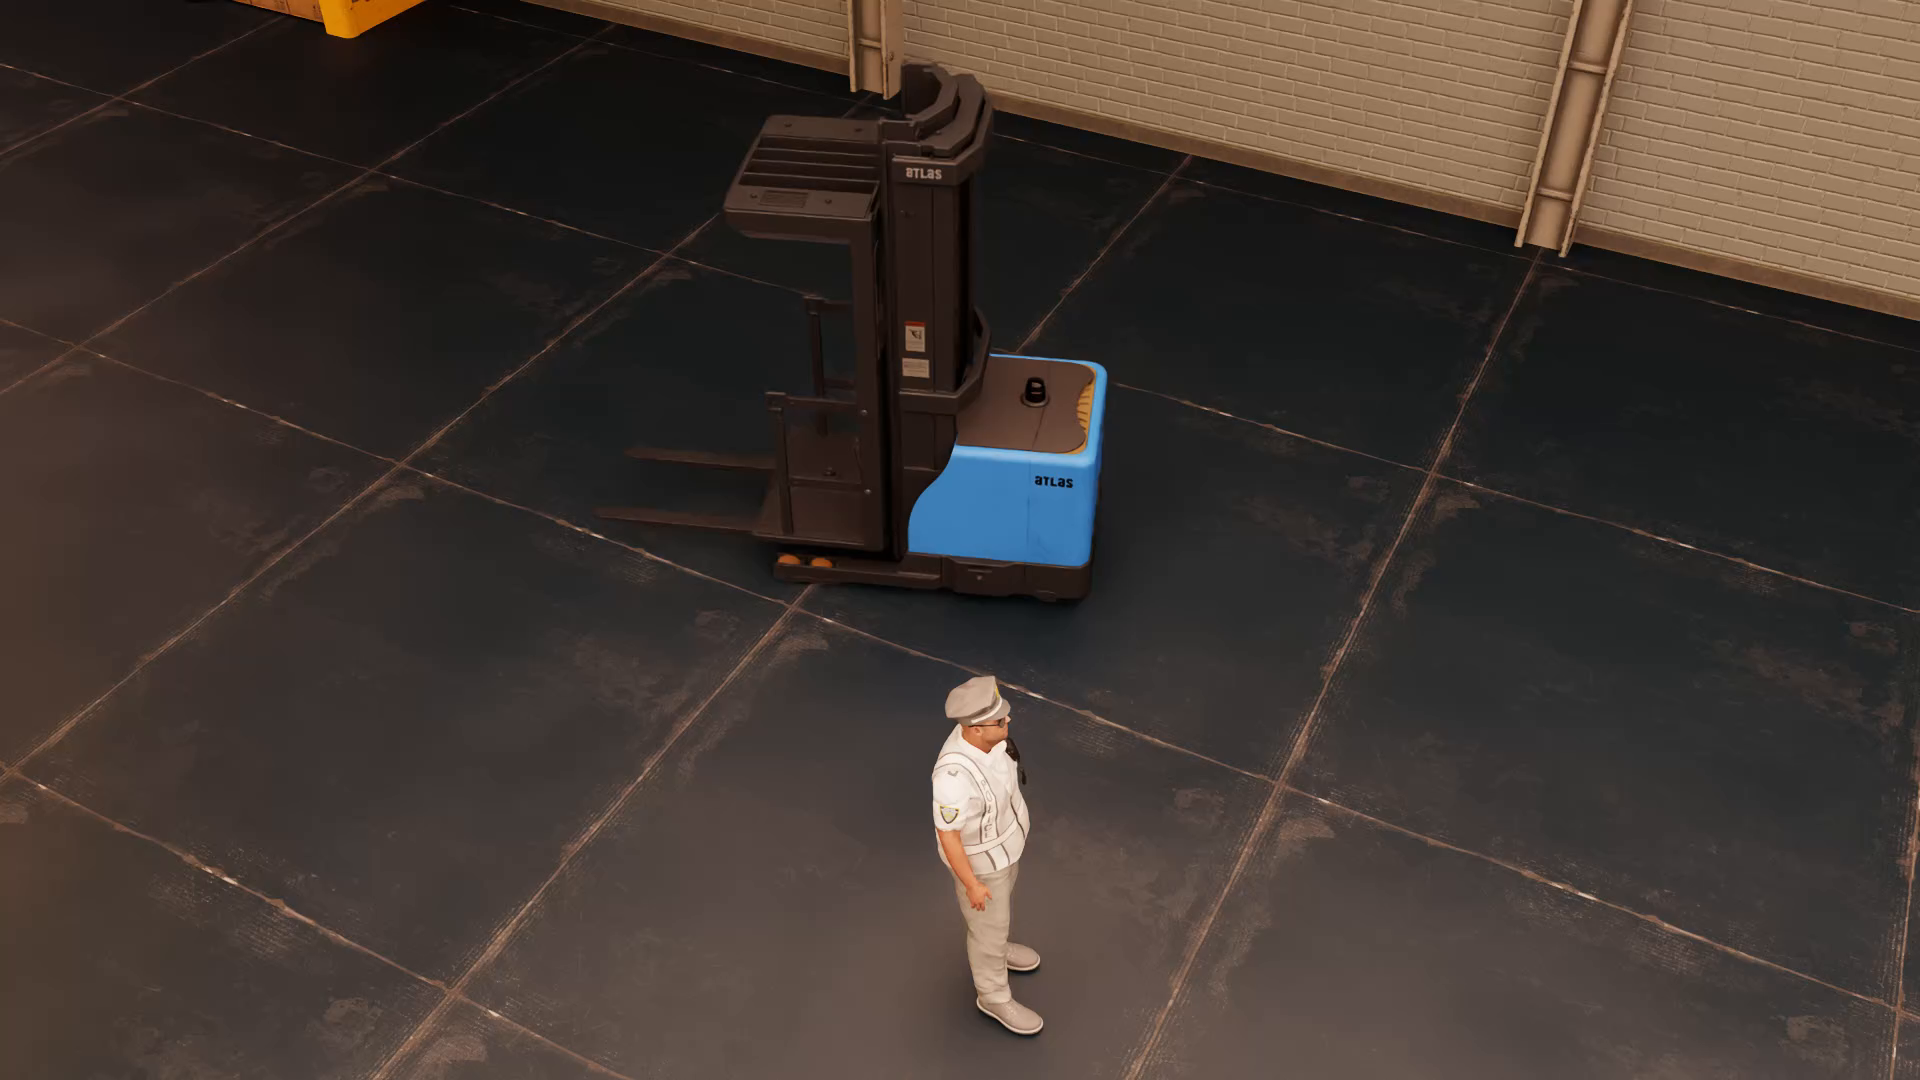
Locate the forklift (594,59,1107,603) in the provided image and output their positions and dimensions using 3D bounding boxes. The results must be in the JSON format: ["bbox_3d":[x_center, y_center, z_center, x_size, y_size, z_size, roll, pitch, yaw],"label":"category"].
[{"bbox_3d":[-0.677,-1.181,9.389,3.031,2.935,1.130,5,40,6],"label":"forklift"}]

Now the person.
[{"bbox_3d":[0.185,1.338,7.279,0.575,1.780,0.641,12,42,14],"label":"person"}]
